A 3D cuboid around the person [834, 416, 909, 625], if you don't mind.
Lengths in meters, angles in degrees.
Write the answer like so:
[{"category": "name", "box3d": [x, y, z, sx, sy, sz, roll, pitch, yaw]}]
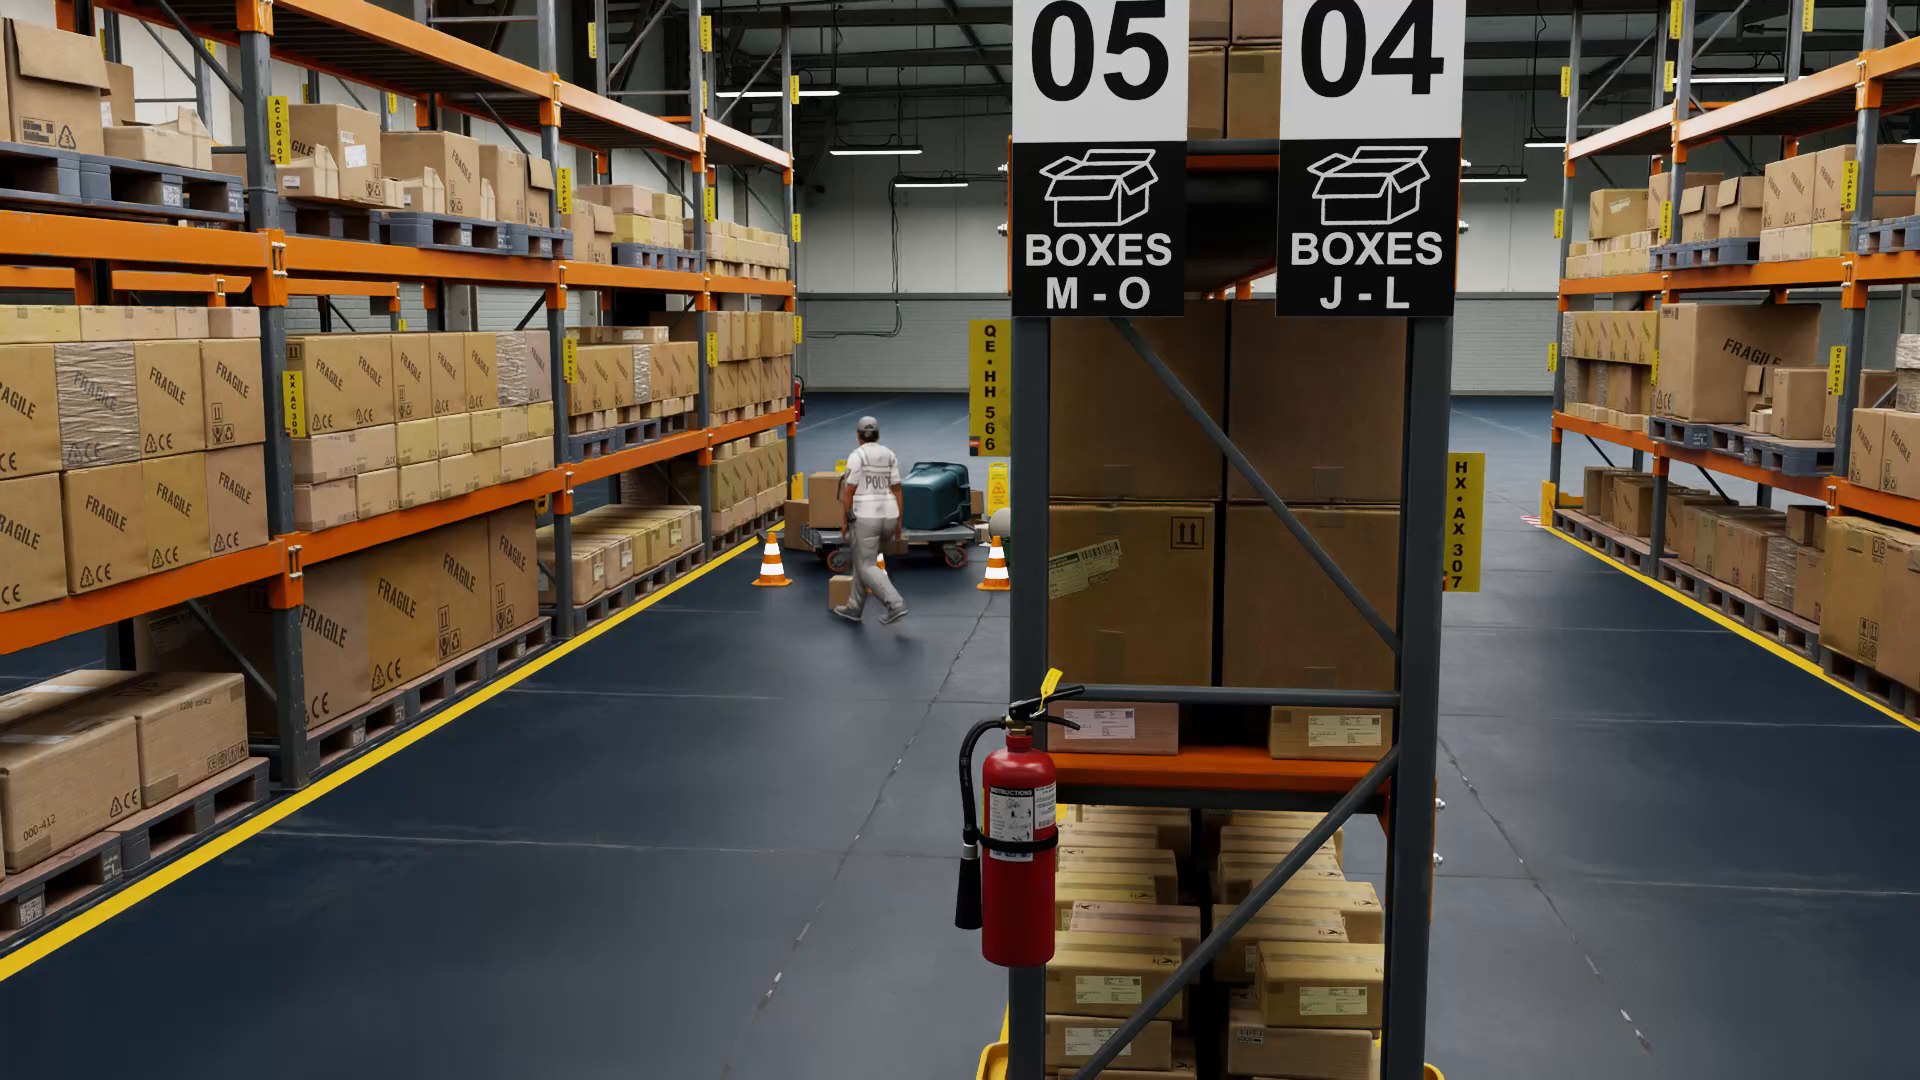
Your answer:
[{"category": "person", "box3d": [-0.670, -0.143, 12.900, 0.961, 1.623, 0.484, 7, 10, 41]}]
